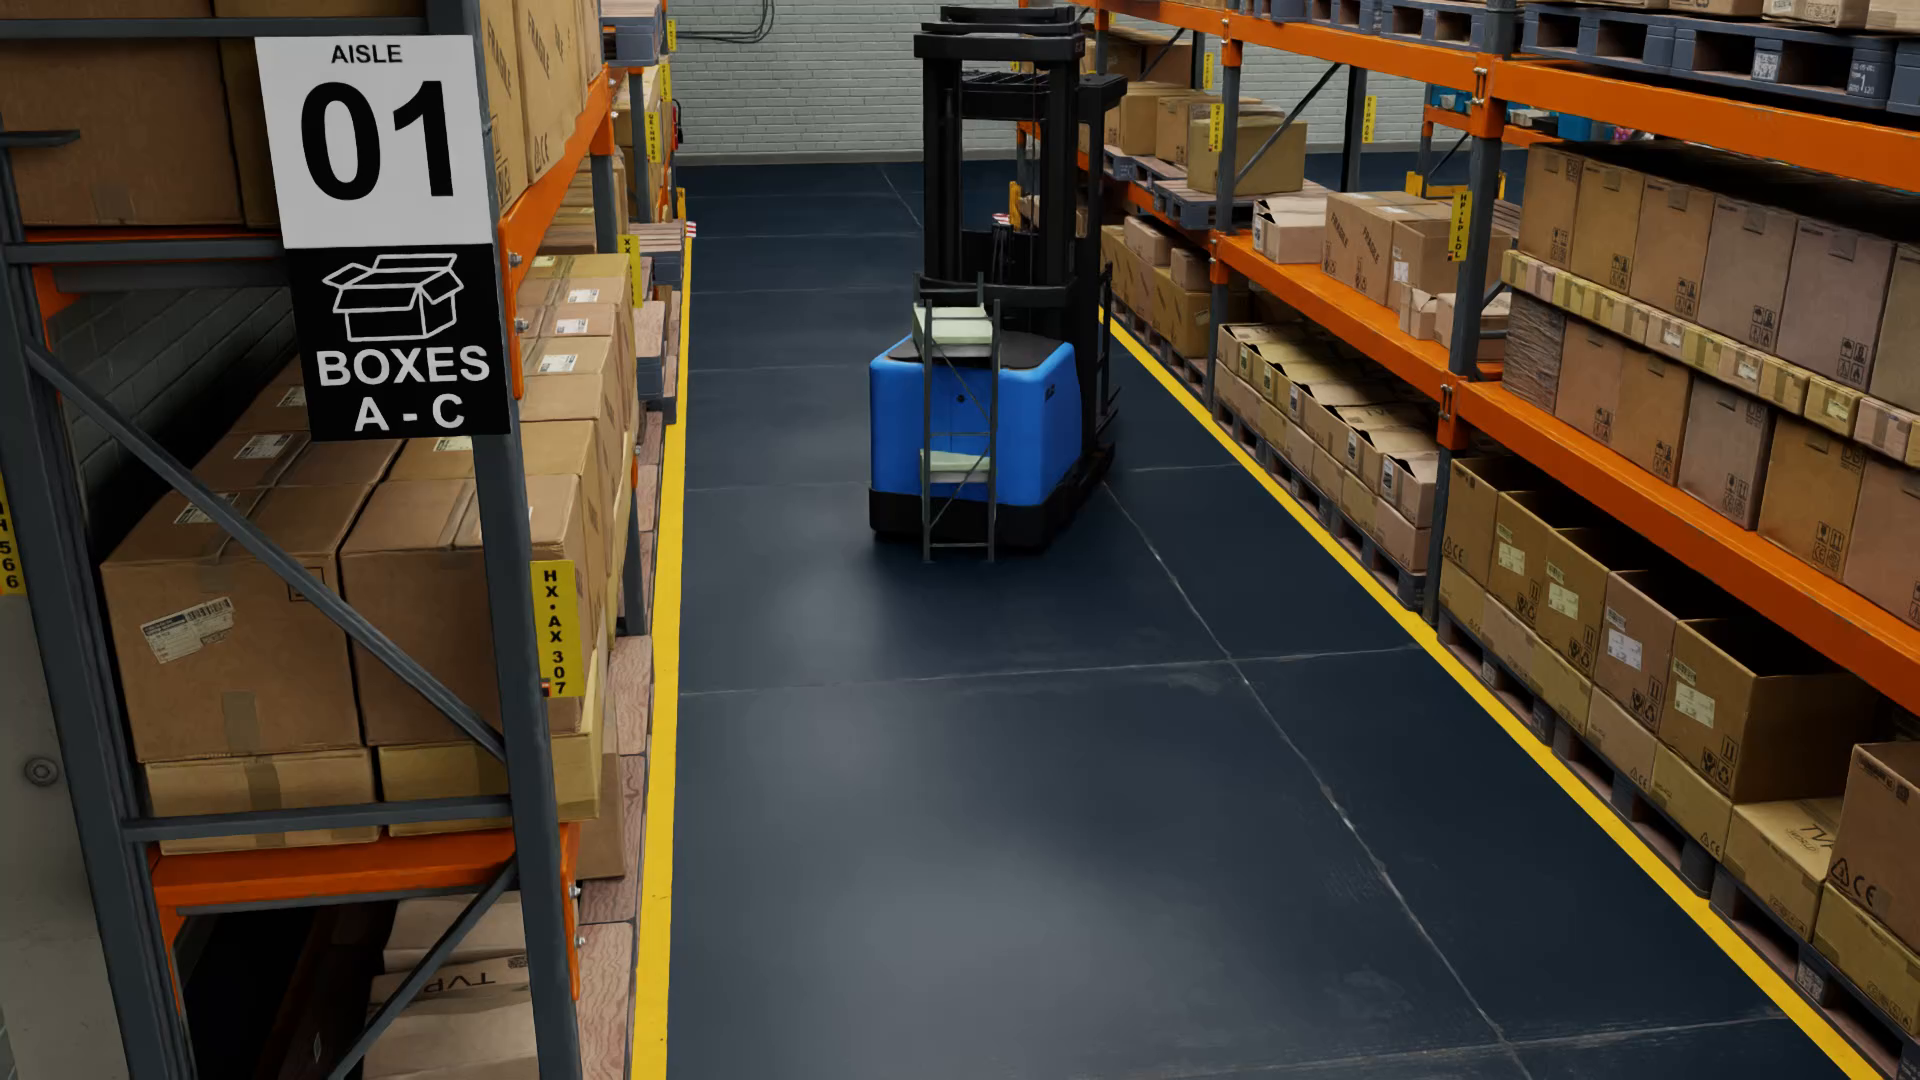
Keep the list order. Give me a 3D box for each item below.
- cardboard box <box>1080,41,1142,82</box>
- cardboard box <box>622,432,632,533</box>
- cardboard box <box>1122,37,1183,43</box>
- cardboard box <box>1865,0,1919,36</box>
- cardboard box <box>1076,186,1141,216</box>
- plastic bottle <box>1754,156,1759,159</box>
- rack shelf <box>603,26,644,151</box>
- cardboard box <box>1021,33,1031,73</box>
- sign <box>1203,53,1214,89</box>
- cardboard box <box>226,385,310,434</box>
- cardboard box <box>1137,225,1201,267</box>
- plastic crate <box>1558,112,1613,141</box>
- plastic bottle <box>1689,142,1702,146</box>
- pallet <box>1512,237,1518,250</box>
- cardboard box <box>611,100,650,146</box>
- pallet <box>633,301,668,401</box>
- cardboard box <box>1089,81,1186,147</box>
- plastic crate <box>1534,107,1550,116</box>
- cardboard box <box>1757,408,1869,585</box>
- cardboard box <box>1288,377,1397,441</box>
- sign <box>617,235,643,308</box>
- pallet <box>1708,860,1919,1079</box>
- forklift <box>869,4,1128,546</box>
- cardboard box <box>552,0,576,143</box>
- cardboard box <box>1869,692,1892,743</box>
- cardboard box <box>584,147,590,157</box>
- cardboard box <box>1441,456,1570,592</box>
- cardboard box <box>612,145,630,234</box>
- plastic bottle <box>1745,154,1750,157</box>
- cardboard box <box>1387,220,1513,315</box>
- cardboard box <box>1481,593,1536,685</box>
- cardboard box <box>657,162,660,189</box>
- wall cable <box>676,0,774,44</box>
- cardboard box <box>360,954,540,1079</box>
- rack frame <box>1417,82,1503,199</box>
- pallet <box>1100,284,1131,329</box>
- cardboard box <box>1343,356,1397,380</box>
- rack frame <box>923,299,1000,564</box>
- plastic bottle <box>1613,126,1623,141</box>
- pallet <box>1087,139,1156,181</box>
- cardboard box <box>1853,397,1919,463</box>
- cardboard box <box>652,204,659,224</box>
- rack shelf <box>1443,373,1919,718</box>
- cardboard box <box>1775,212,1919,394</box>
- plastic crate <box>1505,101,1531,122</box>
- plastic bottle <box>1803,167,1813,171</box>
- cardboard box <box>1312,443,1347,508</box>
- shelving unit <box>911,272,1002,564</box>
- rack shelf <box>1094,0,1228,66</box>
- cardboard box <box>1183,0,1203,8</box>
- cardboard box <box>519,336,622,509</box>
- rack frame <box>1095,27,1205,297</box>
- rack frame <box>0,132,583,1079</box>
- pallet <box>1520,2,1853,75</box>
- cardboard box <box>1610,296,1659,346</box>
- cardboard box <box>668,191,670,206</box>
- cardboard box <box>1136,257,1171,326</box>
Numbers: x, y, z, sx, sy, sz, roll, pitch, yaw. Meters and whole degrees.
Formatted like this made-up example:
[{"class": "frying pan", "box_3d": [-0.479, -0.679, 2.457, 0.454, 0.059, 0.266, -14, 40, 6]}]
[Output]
[{"class": "cardboard box", "box_3d": [1.417, -4.452, 15.778, 0.500, 0.500, 0.500, -3, 21, -7]}, {"class": "cardboard box", "box_3d": [-1.483, -0.198, 6.146, 0.500, 0.250, 0.500, -3, 21, -8]}, {"class": "cardboard box", "box_3d": [1.882, -4.646, 16.297, 0.500, 0.500, 0.500, -4, 21, -9]}, {"class": "cardboard box", "box_3d": [3.049, -1.603, 4.848, 0.500, 0.250, 0.500, -3, 21, -8]}, {"class": "cardboard box", "box_3d": [1.470, -3.462, 17.638, 0.797, 0.503, 0.637, -3, 21, -8]}, {"class": "plastic bottle", "box_3d": [6.695, -3.170, 14.082, 0.061, 0.283, 0.133, -3, 21, -8]}, {"class": "rack shelf", "box_3d": [-2.291, -2.515, 8.903, 1.077, 0.370, 4.000, -3, 21, -8]}, {"class": "cardboard box", "box_3d": [0.972, -5.508, 18.606, 0.500, 0.500, 0.500, -2, 21, -6]}, {"class": "sign", "box_3d": [2.295, -4.347, 15.413, 0.100, 0.325, 0.005, -3, 21, -8]}, {"class": "cardboard box", "box_3d": [-1.846, -0.166, 4.987, 0.500, 0.500, 0.500, -3, 21, -9]}, {"class": "cardboard box", "box_3d": [1.791, -2.462, 13.893, 0.500, 0.250, 0.500, -3, 21, -9]}, {"class": "plastic crate", "box_3d": [6.243, -4.189, 16.581, 0.392, 0.384, 0.575, -3, 21, -8]}, {"class": "plastic bottle", "box_3d": [6.505, -3.385, 14.670, 0.152, 0.276, 0.135, -3, 21, -8]}, {"class": "pallet", "box_3d": [6.504, -2.970, 17.367, 1.003, 0.211, 1.213, -3, 21, -8]}, {"class": "cardboard box", "box_3d": [-2.393, -2.866, 11.435, 0.500, 0.250, 0.500, -2, 21, -6]}, {"class": "pallet", "box_3d": [-1.969, -0.936, 8.210, 1.003, 0.211, 1.213, -3, 21, -8]}, {"class": "cardboard box", "box_3d": [1.593, -3.843, 14.977, 0.700, 0.500, 0.500, -10, 23, -26]}, {"class": "plastic crate", "box_3d": [6.521, -4.742, 18.417, 0.298, 0.136, 0.250, -3, 21, -8]}, {"class": "cardboard box", "box_3d": [3.275, -0.183, 5.777, 0.700, 0.500, 0.500, -3, 21, -7]}, {"class": "cardboard box", "box_3d": [2.337, -0.829, 10.178, 0.500, 0.311, 0.500, -3, 21, -8]}, {"class": "sign", "box_3d": [-1.467, -1.190, 7.377, 0.100, 0.325, 0.005, -3, 21, -8]}, {"class": "pallet", "box_3d": [3.324, 1.423, 5.604, 1.003, 0.211, 1.213, -3, 21, -8]}, {"class": "forklift", "box_3d": [0.393, -1.819, 10.397, 1.130, 2.935, 3.031, 6, 21, 16]}, {"class": "cardboard box", "box_3d": [-1.347, -1.326, 4.522, 0.500, 0.500, 0.500, -2, 21, -5]}, {"class": "cardboard box", "box_3d": [3.460, 0.577, 6.141, 0.500, 0.500, 0.500, -3, 21, -8]}, {"class": "cardboard box", "box_3d": [-2.439, -2.467, 10.336, 0.380, 0.149, 0.250, -6, 21, -17]}, {"class": "cardboard box", "box_3d": [2.656, -0.089, 7.925, 0.500, 0.500, 0.500, -3, 21, -8]}, {"class": "cardboard box", "box_3d": [-2.501, -2.230, 10.628, 0.700, 0.500, 0.500, -5, 21, -14]}, {"class": "plastic bottle", "box_3d": [6.579, -3.098, 13.892, 0.061, 0.283, 0.133, -3, 21, -8]}, {"class": "cardboard box", "box_3d": [2.729, -1.501, 9.306, 0.500, 0.500, 0.500, -1, 21, -4]}, {"class": "cardboard box", "box_3d": [2.733, 0.435, 7.593, 0.500, 0.250, 0.500, -3, 21, -8]}, {"class": "cardboard box", "box_3d": [-2.533, -2.869, 12.515, 0.500, 0.500, 0.500, -3, 21, -8]}, {"class": "wall cable", "box_3d": [-4.194, -8.241, 23.358, 3.097, 2.526, 0.112, -3, 21, -8]}, {"class": "cardboard box", "box_3d": [-1.436, 1.440, 4.787, 0.500, 0.311, 0.500, -5, 21, -14]}, {"class": "rack frame", "box_3d": [6.071, -5.409, 19.910, 1.000, 3.000, 0.127, -3, 21, -8]}, {"class": "pallet", "box_3d": [1.900, -2.189, 15.276, 1.003, 0.211, 1.213, -3, 21, -8]}, {"class": "cardboard box", "box_3d": [2.793, -1.038, 10.737, 0.500, 0.311, 0.500, -3, 21, -8]}, {"class": "rack frame", "box_3d": [0.003, -0.577, 9.109, 0.400, 1.500, 0.023, -1, 20, -6]}, {"class": "plastic bottle", "box_3d": [6.279, -3.821, 15.825, 0.061, 0.283, 0.133, -3, 21, -8]}, {"class": "pallet", "box_3d": [1.753, -3.403, 14.815, 1.003, 0.211, 1.213, -3, 21, -8]}, {"class": "cardboard box", "box_3d": [3.122, -0.360, 5.323, 0.380, 0.149, 0.250, -3, 21, -7]}, {"class": "cardboard box", "box_3d": [-2.380, -2.340, 12.026, 0.380, 0.149, 0.250, -2, 21, -6]}, {"class": "rack shelf", "box_3d": [3.187, 0.024, 6.393, 1.077, 0.370, 4.000, -3, 21, -8]}, {"class": "cardboard box", "box_3d": [3.259, -0.812, 5.606, 0.700, 0.500, 0.500, -3, 21, -8]}, {"class": "plastic crate", "box_3d": [6.014, -4.696, 18.157, 0.416, 0.233, 0.300, -3, 21, -8]}, {"class": "plastic bottle", "box_3d": [7.282, -3.227, 14.246, 0.152, 0.276, 0.135, -3, 21, -8]}, {"class": "cardboard box", "box_3d": [2.407, -0.395, 9.817, 0.500, 0.250, 0.500, -2, 21, -7]}, {"class": "shelving unit", "box_3d": [-0.037, -0.704, 9.450, 0.431, 1.500, 0.755, -1, 20, -6]}, {"class": "rack shelf", "box_3d": [2.034, -4.151, 13.284, 1.077, 0.370, 4.000, -3, 21, -8]}, {"class": "cardboard box", "box_3d": [2.153, -4.168, 12.159, 0.910, 0.500, 0.500, -3, 21, -8]}, {"class": "cardboard box", "box_3d": [-1.413, -0.369, 5.531, 0.500, 0.500, 0.500, -2, 21, -6]}, {"class": "rack frame", "box_3d": [1.746, -3.775, 15.537, 1.000, 3.000, 0.127, -3, 21, -8]}, {"class": "rack frame", "box_3d": [-1.426, 0.631, 3.740, 1.000, 3.000, 0.127, -3, 21, -8]}, {"class": "pallet", "box_3d": [3.048, -2.075, 6.824, 1.003, 0.211, 1.213, -3, 21, -8]}, {"class": "cardboard box", "box_3d": [2.895, -0.900, 6.768, 0.380, 0.149, 0.250, -4, 21, -10]}, {"class": "cardboard box", "box_3d": [-3.106, -3.426, 16.648, 0.380, 0.149, 0.250, -4, 21, -9]}, {"class": "cardboard box", "box_3d": [1.799, -2.098, 13.990, 0.500, 0.500, 0.500, -4, 21, -10]}]
